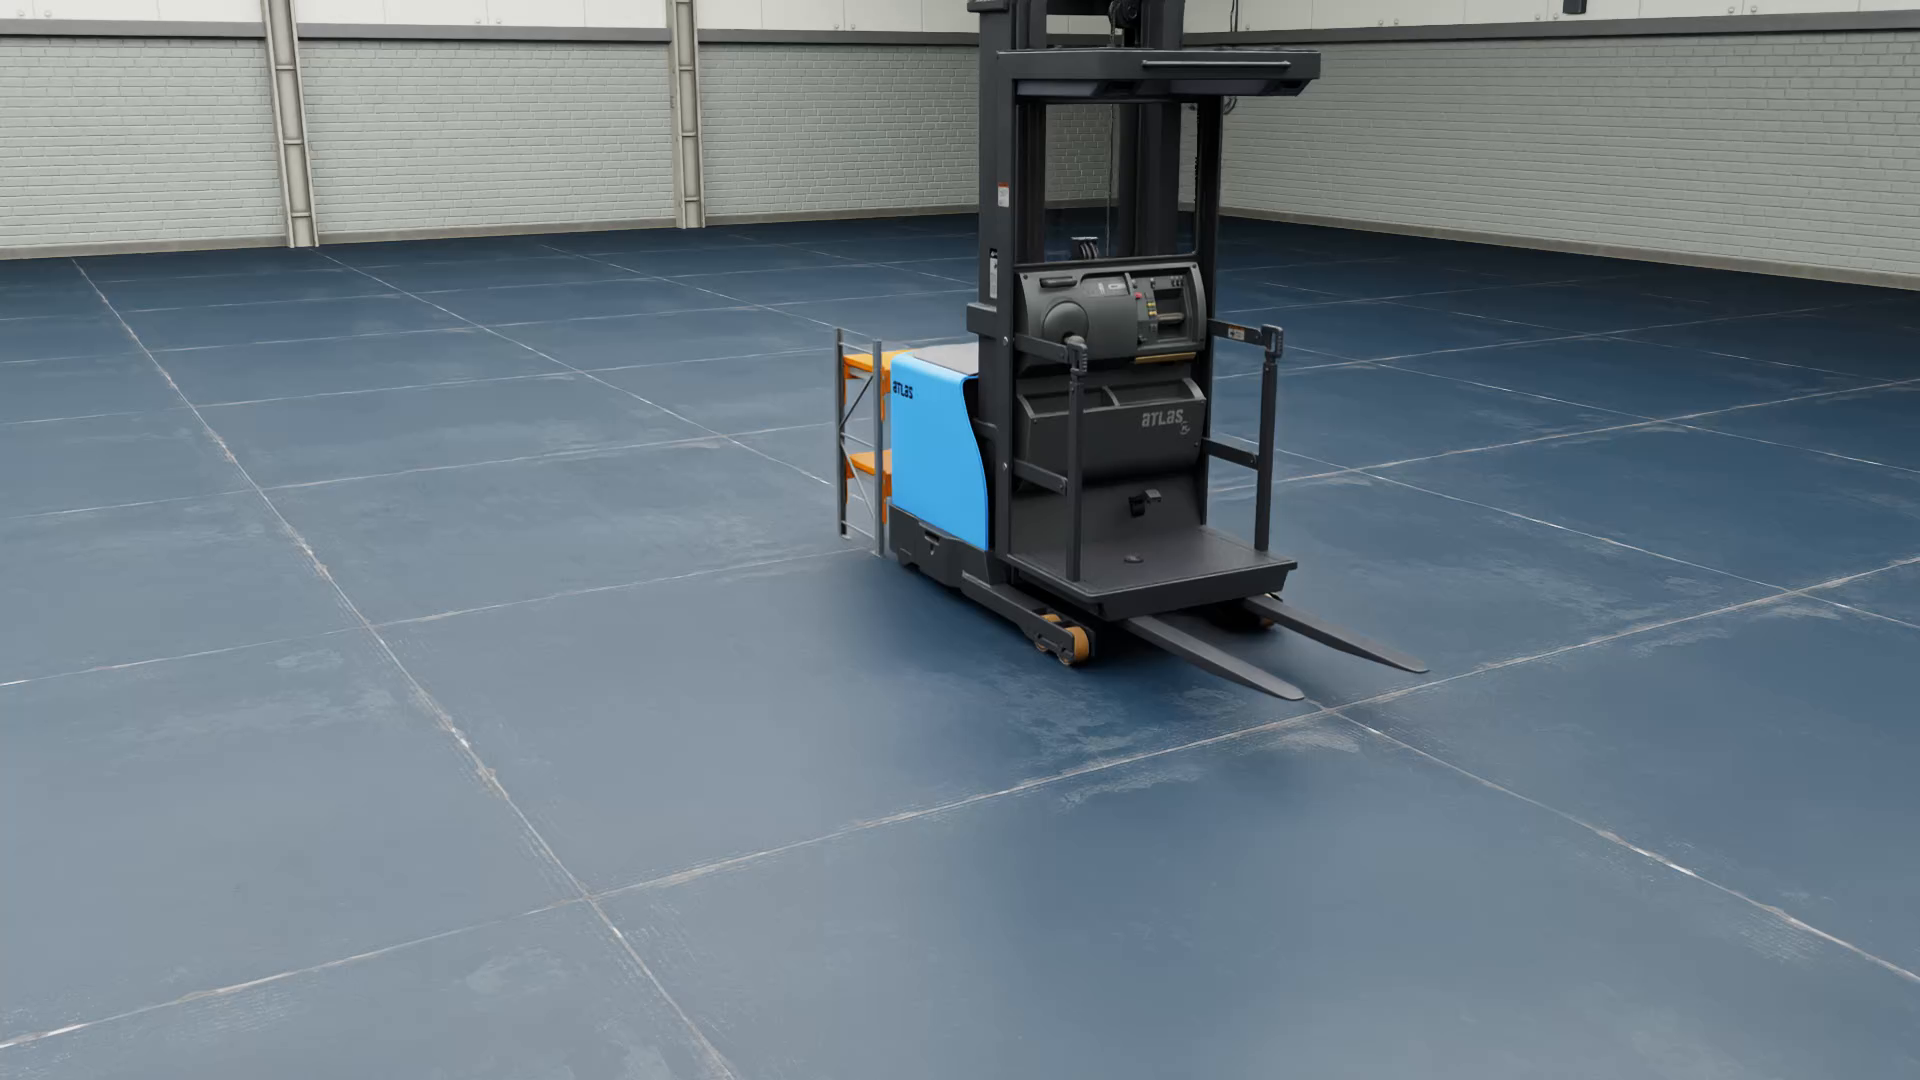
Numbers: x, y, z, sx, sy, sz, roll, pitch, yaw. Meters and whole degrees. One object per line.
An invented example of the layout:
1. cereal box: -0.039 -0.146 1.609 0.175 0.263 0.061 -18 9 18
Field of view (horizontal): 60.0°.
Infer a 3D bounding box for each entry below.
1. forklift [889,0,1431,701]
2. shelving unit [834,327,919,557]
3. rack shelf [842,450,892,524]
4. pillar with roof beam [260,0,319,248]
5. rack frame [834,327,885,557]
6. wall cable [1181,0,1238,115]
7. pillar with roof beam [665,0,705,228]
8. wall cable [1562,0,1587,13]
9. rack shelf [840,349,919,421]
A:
1. forklift: 0.781 -1.020 7.118 1.130 2.935 3.031 -8 18 -27
2. shelving unit: -0.083 -0.579 8.893 1.048 1.125 0.538 -9 18 -28
3. rack shelf: -0.083 -0.344 8.959 1.000 0.278 0.538 -9 18 -28
4. pillar with roof beam: -7.316 -7.601 19.355 0.400 9.000 9.100 -9 18 -30
5. rack frame: -0.526 -0.512 8.653 0.032 1.125 0.500 -9 18 -28
6. wall cable: 3.959 -8.874 29.647 0.112 2.526 3.097 -9 18 -30
7. pillar with roof beam: -2.173 -8.435 22.330 0.400 9.000 9.100 -9 18 -30
8. wall cable: 8.835 -9.808 20.926 0.169 6.003 2.305 -9 18 -30
9. rack shelf: -0.083 -0.861 8.814 1.000 0.278 0.538 -9 18 -28
